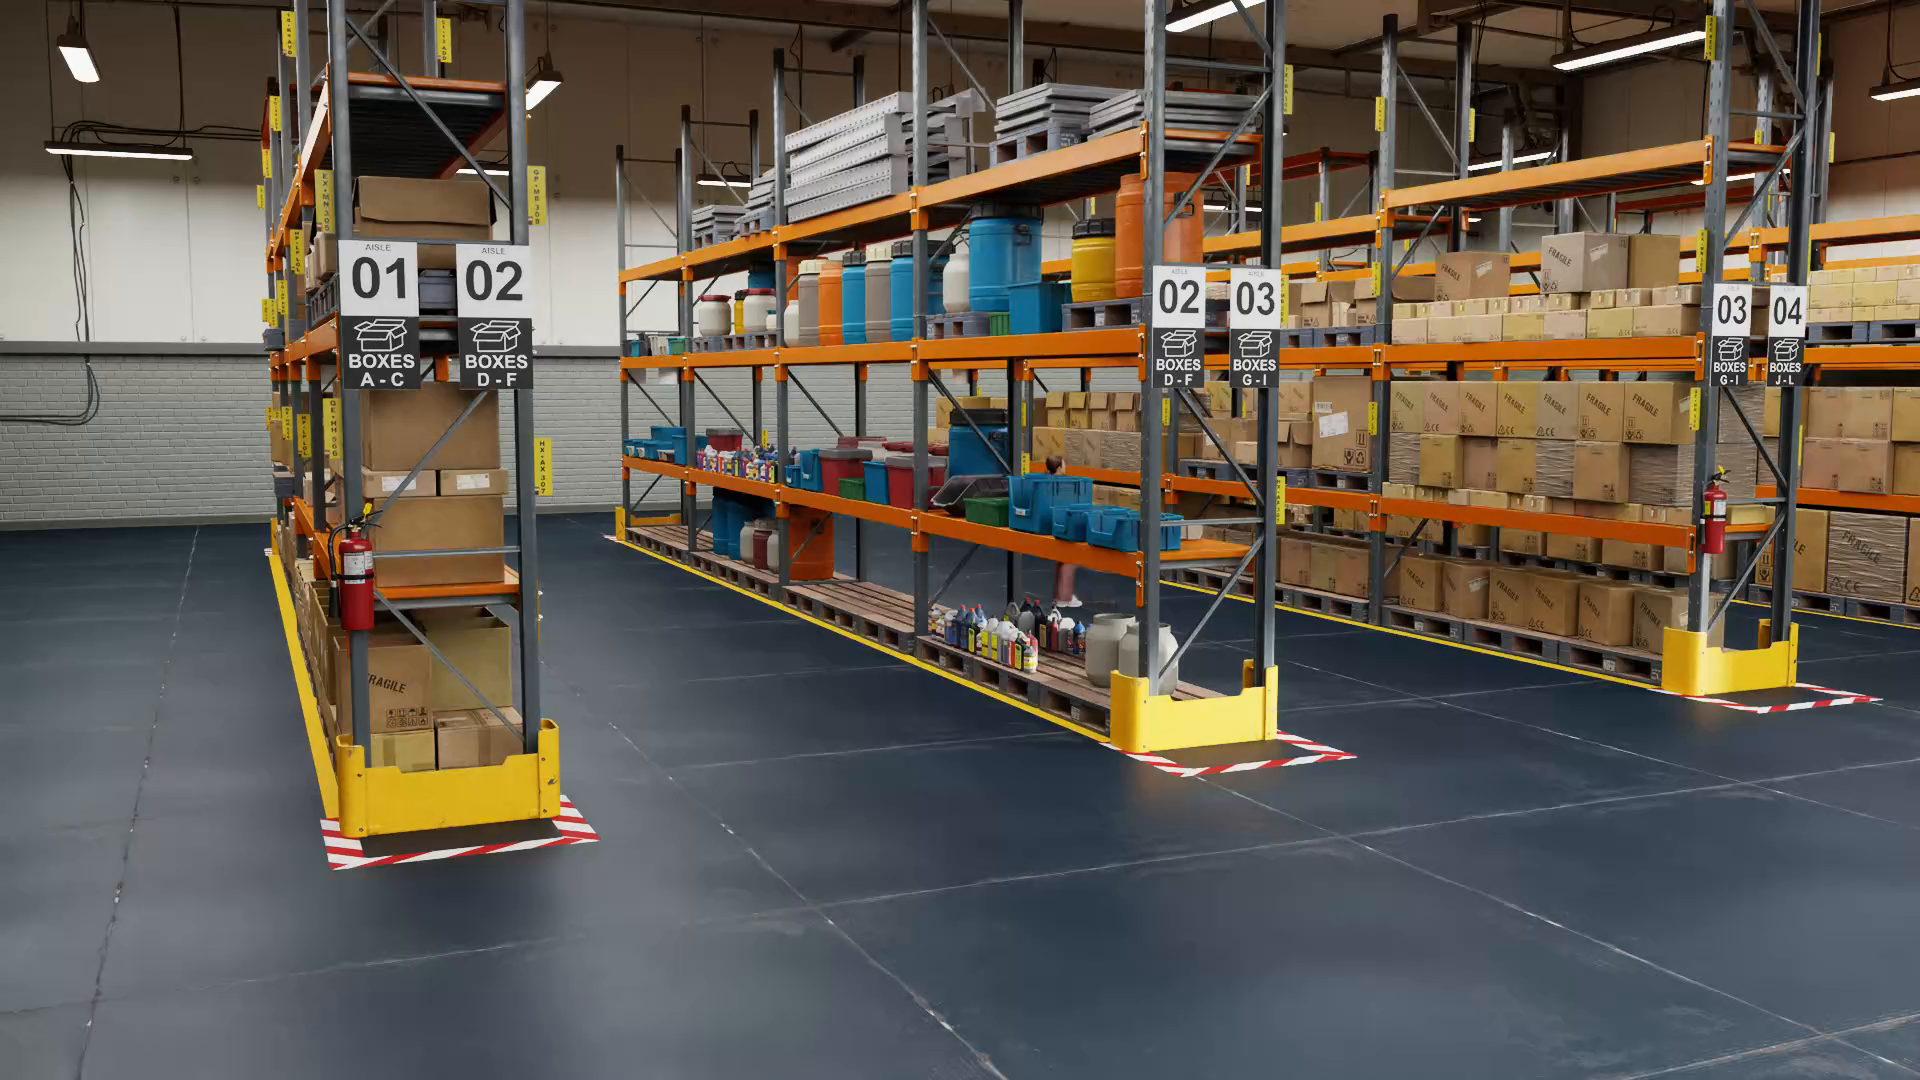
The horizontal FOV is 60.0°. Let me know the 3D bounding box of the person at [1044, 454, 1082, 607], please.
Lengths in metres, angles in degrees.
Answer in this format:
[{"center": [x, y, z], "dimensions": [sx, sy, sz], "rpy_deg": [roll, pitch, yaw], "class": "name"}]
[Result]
[{"center": [1.163, -0.108, 18.160], "dimensions": [0.561, 1.662, 0.426], "rpy_deg": [-2, 6, -23], "class": "person"}]
